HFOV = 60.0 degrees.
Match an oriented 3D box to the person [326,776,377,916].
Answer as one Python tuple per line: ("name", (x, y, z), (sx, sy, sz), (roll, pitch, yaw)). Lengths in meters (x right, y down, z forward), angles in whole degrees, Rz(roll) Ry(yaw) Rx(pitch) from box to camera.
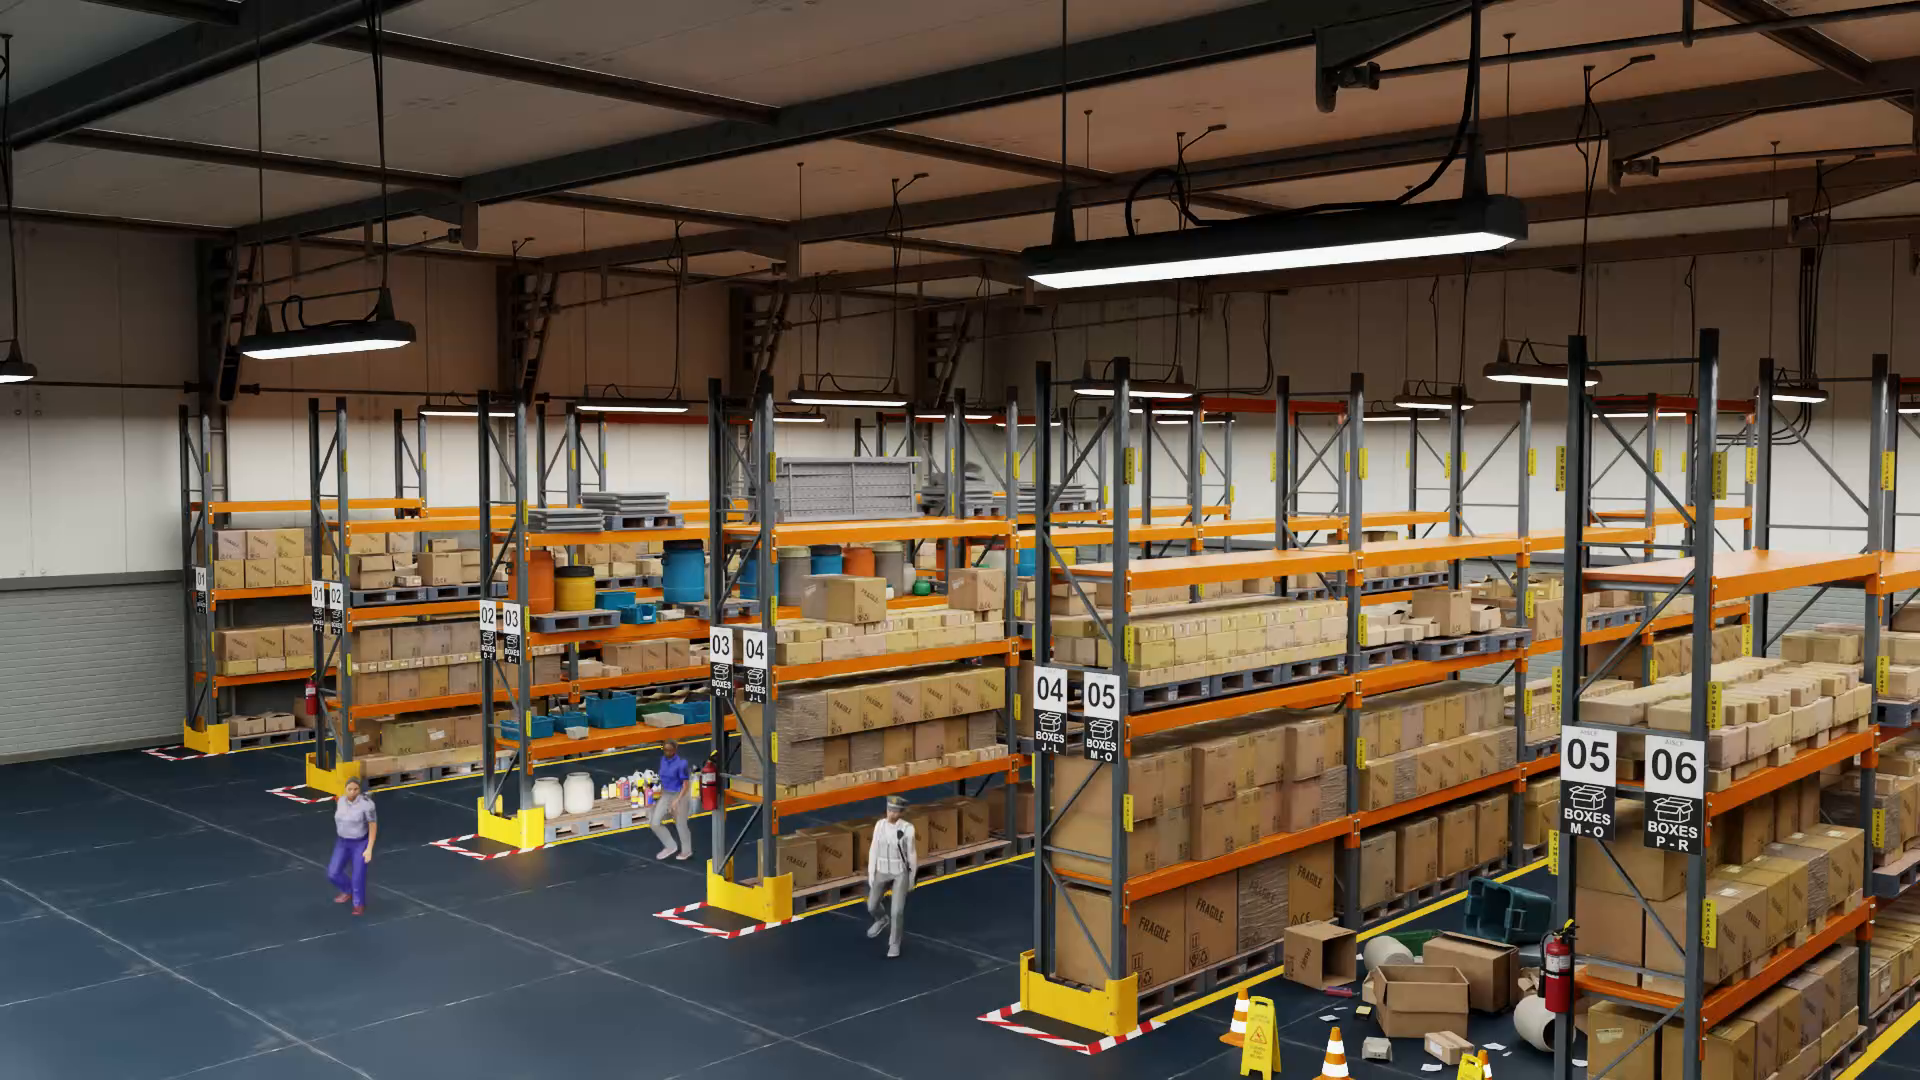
("person", (-6.769, 3.394, 18.567), (0.668, 1.601, 0.551), (1, 3, 10))

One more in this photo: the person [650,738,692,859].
("person", (-3.568, 3.254, 20.884), (0.558, 1.599, 0.725), (1, 3, 26))

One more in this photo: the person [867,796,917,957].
("person", (-0.720, 3.421, 17.204), (0.628, 1.645, 0.597), (1, 3, 18))
